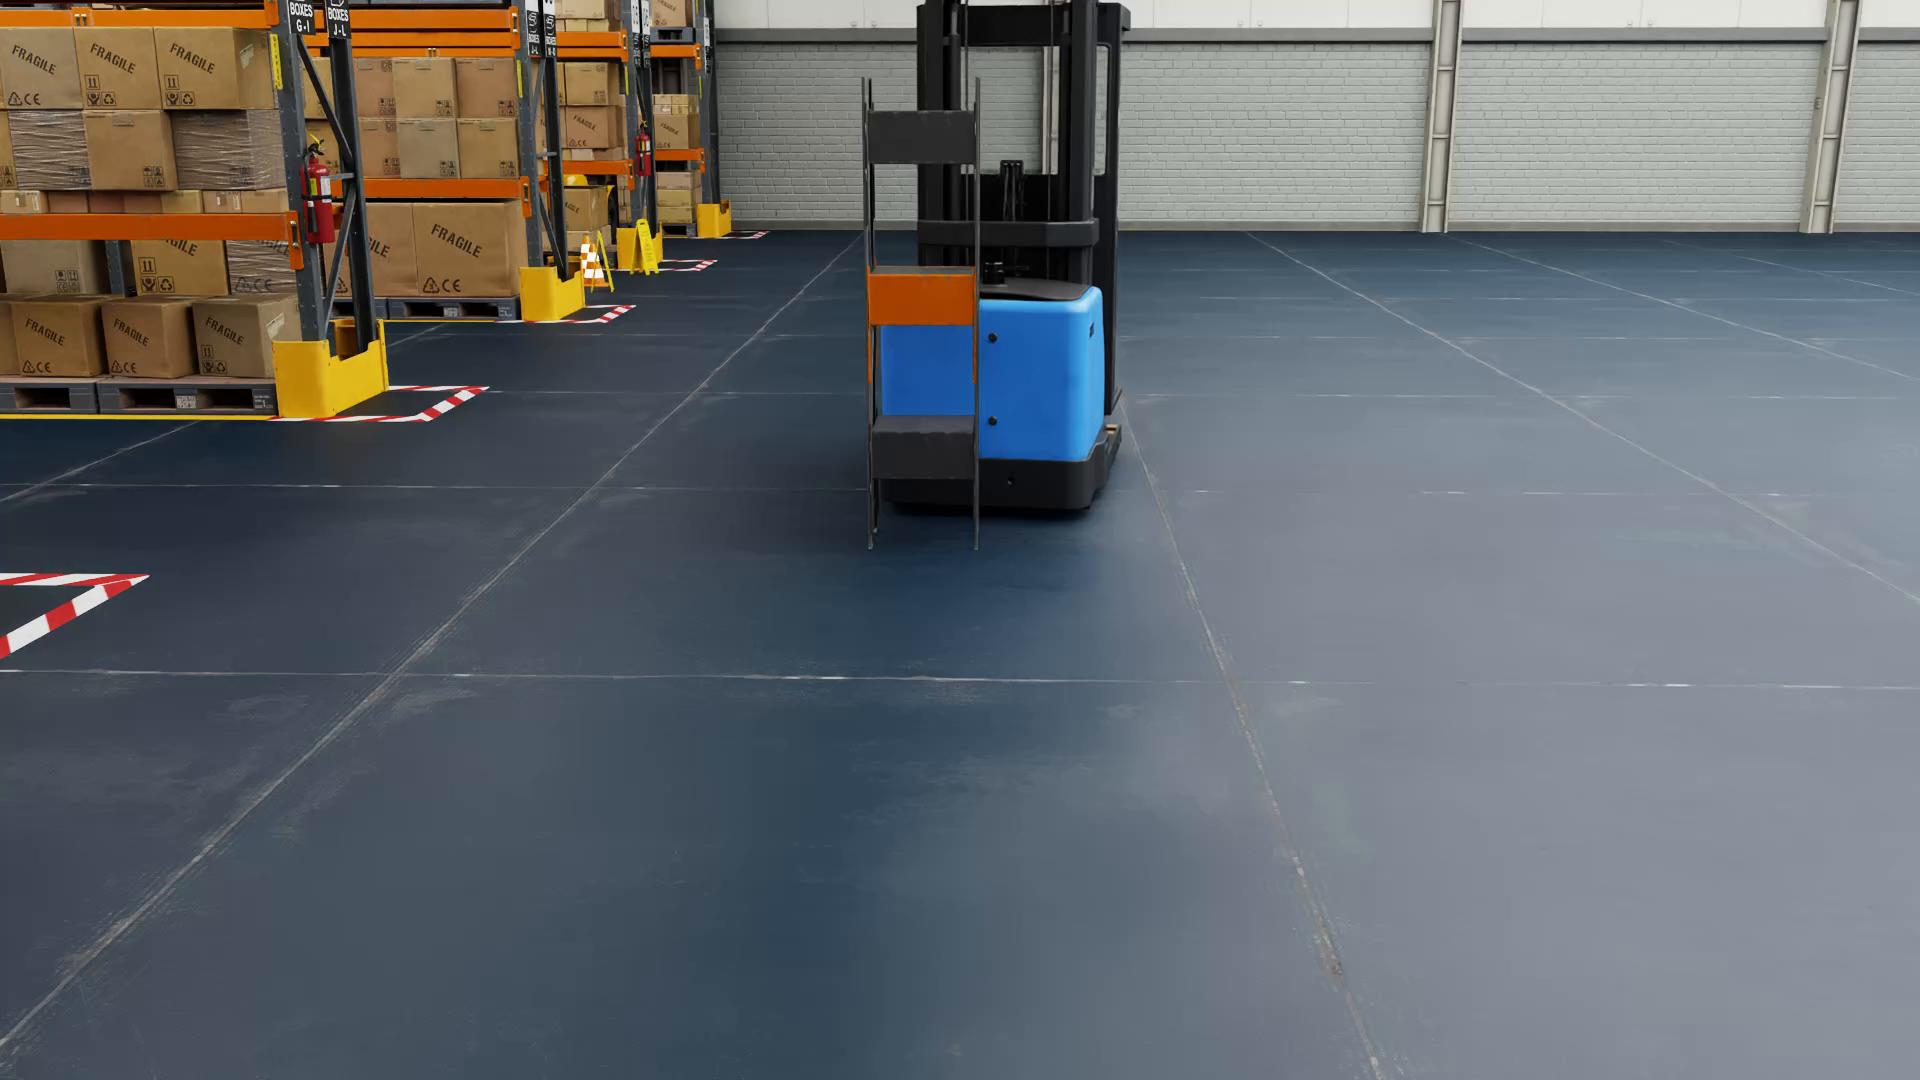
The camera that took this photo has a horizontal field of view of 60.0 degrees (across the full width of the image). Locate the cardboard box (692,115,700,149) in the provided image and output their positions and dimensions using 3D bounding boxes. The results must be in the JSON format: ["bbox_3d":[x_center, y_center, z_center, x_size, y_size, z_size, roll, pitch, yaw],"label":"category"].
[{"bbox_3d":[-4.315,-6.309,25.675,0.500,0.500,0.500,1,15,3],"label":"cardboard box"}]

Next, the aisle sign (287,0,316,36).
[{"bbox_3d":[-4.149,-3.573,10.407,0.004,0.787,0.394,0,15,1],"label":"aisle sign"}]

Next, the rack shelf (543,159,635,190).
[{"bbox_3d":[-5.949,-4.586,20.751,4.000,0.370,1.077,0,15,1],"label":"rack shelf"}]

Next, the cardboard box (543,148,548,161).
[{"bbox_3d":[-5.099,-4.721,20.347,0.250,0.149,0.380,1,15,2],"label":"cardboard box"}]

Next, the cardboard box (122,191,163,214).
[{"bbox_3d":[-5.244,-2.217,10.854,0.250,0.149,0.380,0,15,1],"label":"cardboard box"}]

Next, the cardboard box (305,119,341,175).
[{"bbox_3d":[-5.985,-3.747,15.869,0.500,0.550,0.875,0,15,1],"label":"cardboard box"}]

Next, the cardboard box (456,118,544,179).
[{"bbox_3d":[-4.347,-3.721,15.769,0.550,0.550,0.875,0,15,1],"label":"cardboard box"}]

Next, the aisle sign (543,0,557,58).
[{"bbox_3d":[-3.897,-4.990,15.779,0.004,0.787,0.394,0,15,1],"label":"aisle sign"}]

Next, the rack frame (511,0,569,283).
[{"bbox_3d":[-3.975,-3.657,15.822,0.127,3.000,1.000,0,15,1],"label":"rack frame"}]

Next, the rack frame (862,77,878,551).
[{"bbox_3d":[-0.409,-1.018,7.582,0.015,2.100,0.400,0,15,1],"label":"rack frame"}]

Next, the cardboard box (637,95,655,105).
[{"bbox_3d":[-4.700,-6.629,25.036,0.250,0.149,0.380,1,15,3],"label":"cardboard box"}]

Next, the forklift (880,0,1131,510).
[{"bbox_3d":[0.353,-1.895,9.277,1.130,2.935,3.031,2,15,9],"label":"forklift"}]

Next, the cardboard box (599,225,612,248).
[{"bbox_3d":[-4.749,-3.870,21.194,0.500,0.250,0.500,0,15,1],"label":"cardboard box"}]

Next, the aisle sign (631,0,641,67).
[{"bbox_3d":[-3.895,-6.103,19.996,0.004,0.787,0.394,0,15,1],"label":"aisle sign"}]

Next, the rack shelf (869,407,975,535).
[{"bbox_3d":[-0.165,-0.326,7.758,0.480,0.518,0.431,0,15,1],"label":"rack shelf"}]

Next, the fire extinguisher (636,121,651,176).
[{"bbox_3d":[-3.847,-4.765,20.171,0.183,0.674,0.296,0,15,1],"label":"fire extinguisher"}]

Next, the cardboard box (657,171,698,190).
[{"bbox_3d":[-4.295,-5.467,25.287,0.500,0.250,0.500,1,15,3],"label":"cardboard box"}]

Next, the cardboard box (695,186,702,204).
[{"bbox_3d":[-4.292,-5.357,25.853,0.500,0.250,0.500,1,15,2],"label":"cardboard box"}]

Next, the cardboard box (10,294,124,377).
[{"bbox_3d":[-6.051,-1.400,11.343,0.500,0.500,0.500,2,15,7],"label":"cardboard box"}]

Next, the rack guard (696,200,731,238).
[{"bbox_3d":[-3.803,-4.977,25.726,0.348,0.500,1.175,0,15,1],"label":"rack guard"}]

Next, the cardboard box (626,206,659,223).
[{"bbox_3d":[-4.802,-4.988,25.432,0.500,0.250,0.500,0,15,1],"label":"cardboard box"}]

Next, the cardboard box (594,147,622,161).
[{"bbox_3d":[-4.329,-4.747,20.444,0.250,0.149,0.380,1,15,3],"label":"cardboard box"}]

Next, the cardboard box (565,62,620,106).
[{"bbox_3d":[-4.466,-5.544,20.233,0.500,0.500,0.700,0,15,0],"label":"cardboard box"}]

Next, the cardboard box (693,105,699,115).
[{"bbox_3d":[-4.159,-6.617,25.571,0.250,0.149,0.380,0,15,0],"label":"cardboard box"}]

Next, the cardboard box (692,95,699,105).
[{"bbox_3d":[-4.157,-6.749,25.489,0.250,0.149,0.380,0,15,0],"label":"cardboard box"}]

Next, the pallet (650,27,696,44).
[{"bbox_3d":[-4.533,-7.605,25.079,1.213,0.211,1.003,0,15,1],"label":"pallet"}]

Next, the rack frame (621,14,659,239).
[{"bbox_3d":[-3.950,-4.920,20.610,0.127,3.000,1.000,0,15,1],"label":"rack frame"}]

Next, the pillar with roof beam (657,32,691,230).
[{"bbox_3d":[-4.610,-8.223,21.369,0.400,9.000,9.100,0,15,1],"label":"pillar with roof beam"}]

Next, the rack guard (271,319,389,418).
[{"bbox_3d":[-4.279,-1.185,11.351,0.348,0.500,1.175,0,15,1],"label":"rack guard"}]

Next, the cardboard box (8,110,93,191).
[{"bbox_3d":[-5.754,-2.583,10.970,0.500,0.500,0.875,0,15,1],"label":"cardboard box"}]

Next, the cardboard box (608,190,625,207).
[{"bbox_3d":[-5.339,-5.229,25.366,0.500,0.250,0.500,0,15,0],"label":"cardboard box"}]

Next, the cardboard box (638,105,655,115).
[{"bbox_3d":[-4.695,-6.490,25.093,0.250,0.149,0.380,1,15,2],"label":"cardboard box"}]

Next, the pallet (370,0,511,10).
[{"bbox_3d":[-4.717,-5.067,15.459,1.213,0.211,1.003,0,15,1],"label":"pallet"}]

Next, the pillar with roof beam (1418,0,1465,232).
[{"bbox_3d":[7.386,-8.145,21.073,0.400,9.000,9.100,0,15,1],"label":"pillar with roof beam"}]

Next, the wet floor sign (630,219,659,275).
[{"bbox_3d":[-3.787,-3.508,19.871,0.232,0.644,0.267,6,16,21],"label":"wet floor sign"}]

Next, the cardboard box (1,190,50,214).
[{"bbox_3d":[-5.995,-2.204,10.806,0.250,0.149,0.380,0,15,1],"label":"cardboard box"}]

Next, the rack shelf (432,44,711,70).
[{"bbox_3d":[-5.826,-7.302,25.166,4.000,0.370,1.077,0,15,1],"label":"rack shelf"}]

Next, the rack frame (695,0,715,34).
[{"bbox_3d":[-3.827,-9.087,24.642,0.127,3.000,1.000,0,15,1],"label":"rack frame"}]

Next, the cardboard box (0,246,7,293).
[{"bbox_3d":[-9.561,-2.787,16.110,0.750,0.750,1.050,0,15,1],"label":"cardboard box"}]

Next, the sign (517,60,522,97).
[{"bbox_3d":[-4.003,-4.193,15.120,0.005,0.325,0.100,0,15,1],"label":"sign"}]

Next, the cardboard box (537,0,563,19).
[{"bbox_3d":[-4.971,-6.384,19.987,0.500,0.250,0.500,0,15,1],"label":"cardboard box"}]

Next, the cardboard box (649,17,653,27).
[{"bbox_3d":[-4.663,-7.694,24.717,0.250,0.149,0.380,0,15,0],"label":"cardboard box"}]

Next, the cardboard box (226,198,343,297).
[{"bbox_3d":[-6.446,-2.832,16.037,0.875,0.875,0.875,0,15,2],"label":"cardboard box"}]

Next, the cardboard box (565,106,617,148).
[{"bbox_3d":[-4.500,-5.046,20.306,0.500,0.500,0.500,0,15,0],"label":"cardboard box"}]

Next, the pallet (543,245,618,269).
[{"bbox_3d":[-4.837,-3.587,21.021,1.213,0.211,1.003,0,15,1],"label":"pallet"}]

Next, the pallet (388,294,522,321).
[{"bbox_3d":[-4.777,-2.294,16.122,1.213,0.211,1.003,0,15,1],"label":"pallet"}]

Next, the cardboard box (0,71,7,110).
[{"bbox_3d":[-6.259,-3.020,10.669,0.500,0.500,0.500,0,15,1],"label":"cardboard box"}]

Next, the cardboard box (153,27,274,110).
[{"bbox_3d":[-4.759,-3.009,10.627,0.500,0.500,0.500,0,15,1],"label":"cardboard box"}]

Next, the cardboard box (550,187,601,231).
[{"bbox_3d":[-4.758,-4.095,20.579,0.500,0.500,0.500,0,15,2],"label":"cardboard box"}]

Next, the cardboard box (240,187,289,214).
[{"bbox_3d":[-4.493,-2.221,10.870,0.250,0.149,0.380,0,15,1],"label":"cardboard box"}]

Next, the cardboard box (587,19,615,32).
[{"bbox_3d":[-4.314,-6.180,19.997,0.250,0.149,0.380,0,15,2],"label":"cardboard box"}]

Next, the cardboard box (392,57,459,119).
[{"bbox_3d":[-4.897,-4.244,15.636,0.550,0.550,0.875,0,15,1],"label":"cardboard box"}]

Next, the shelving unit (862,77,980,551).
[{"bbox_3d":[-0.165,-1.016,7.576,0.503,2.100,0.431,0,15,1],"label":"shelving unit"}]

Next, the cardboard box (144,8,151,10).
[{"bbox_3d":[-9.552,-6.502,20.197,0.500,0.250,0.500,1,15,2],"label":"cardboard box"}]

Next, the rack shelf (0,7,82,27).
[{"bbox_3d":[-9.973,-4.799,15.680,4.000,0.370,1.077,0,15,1],"label":"rack shelf"}]
